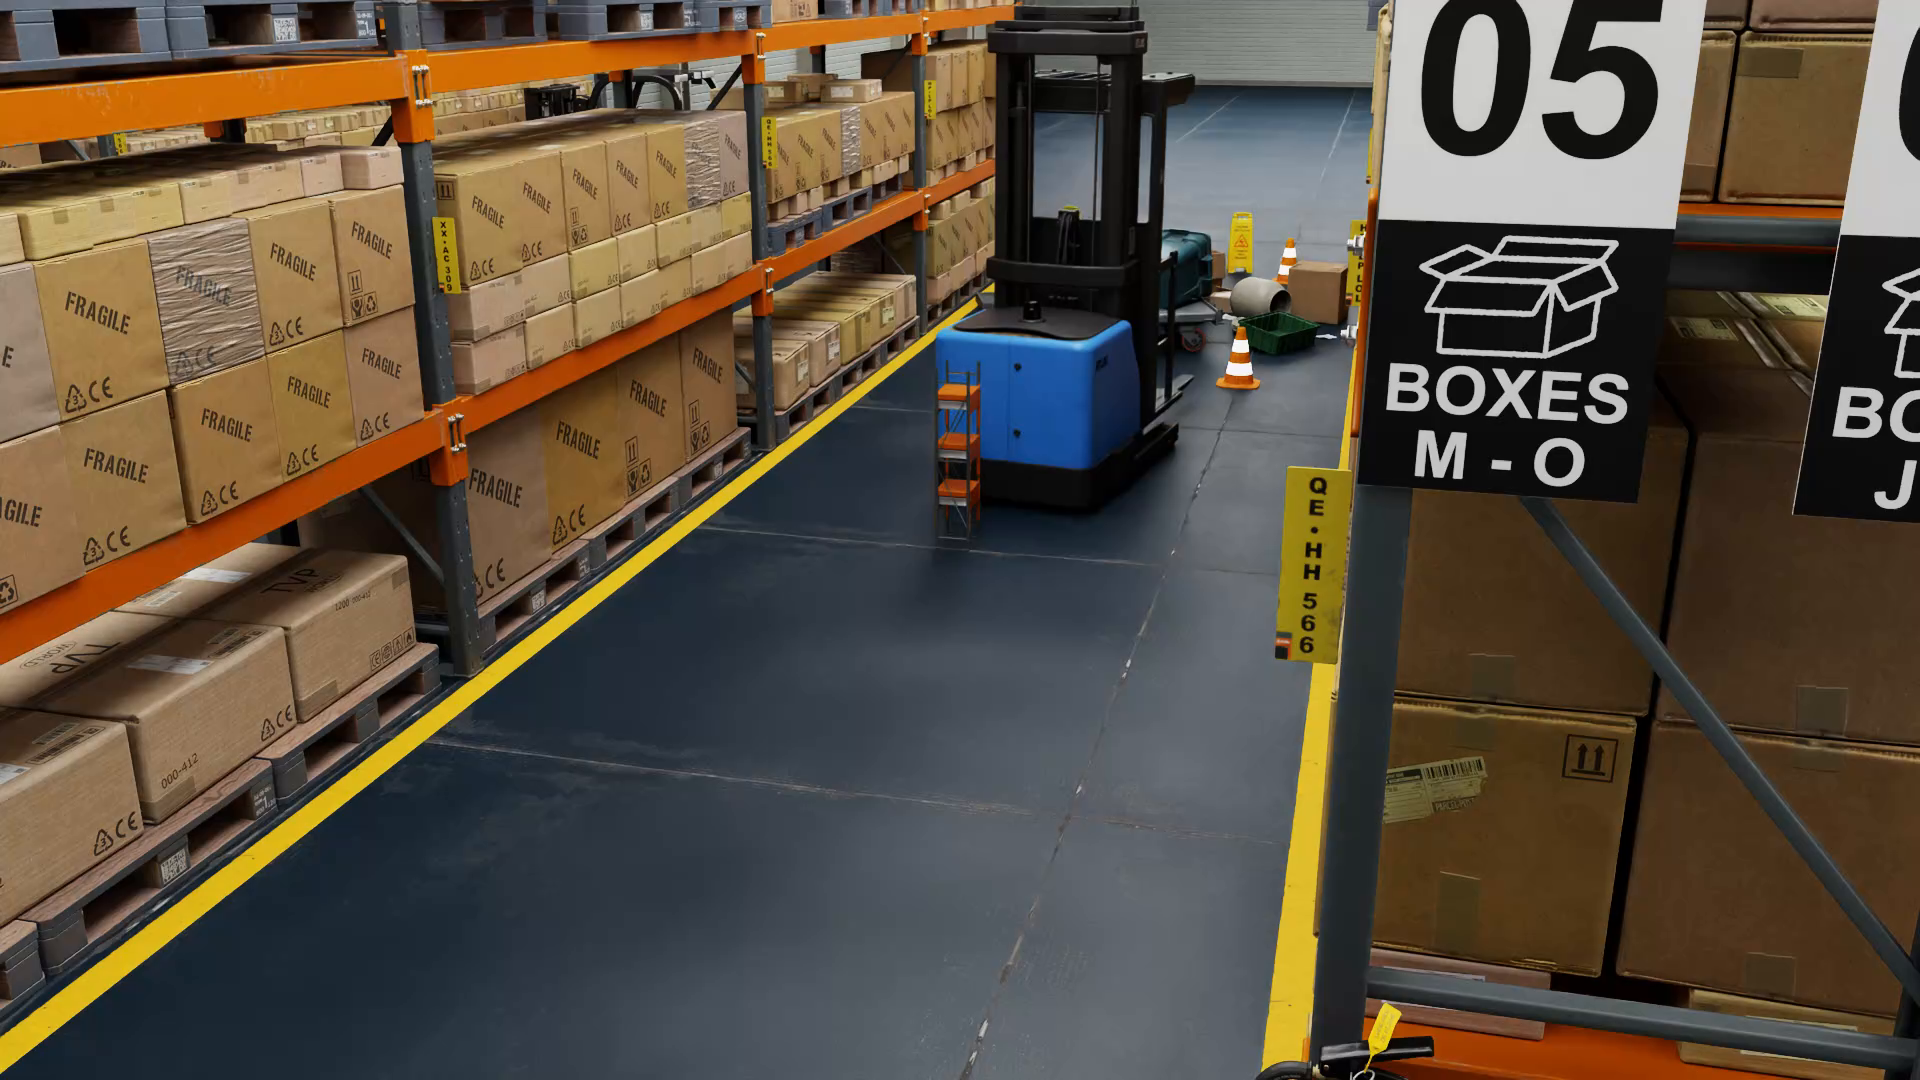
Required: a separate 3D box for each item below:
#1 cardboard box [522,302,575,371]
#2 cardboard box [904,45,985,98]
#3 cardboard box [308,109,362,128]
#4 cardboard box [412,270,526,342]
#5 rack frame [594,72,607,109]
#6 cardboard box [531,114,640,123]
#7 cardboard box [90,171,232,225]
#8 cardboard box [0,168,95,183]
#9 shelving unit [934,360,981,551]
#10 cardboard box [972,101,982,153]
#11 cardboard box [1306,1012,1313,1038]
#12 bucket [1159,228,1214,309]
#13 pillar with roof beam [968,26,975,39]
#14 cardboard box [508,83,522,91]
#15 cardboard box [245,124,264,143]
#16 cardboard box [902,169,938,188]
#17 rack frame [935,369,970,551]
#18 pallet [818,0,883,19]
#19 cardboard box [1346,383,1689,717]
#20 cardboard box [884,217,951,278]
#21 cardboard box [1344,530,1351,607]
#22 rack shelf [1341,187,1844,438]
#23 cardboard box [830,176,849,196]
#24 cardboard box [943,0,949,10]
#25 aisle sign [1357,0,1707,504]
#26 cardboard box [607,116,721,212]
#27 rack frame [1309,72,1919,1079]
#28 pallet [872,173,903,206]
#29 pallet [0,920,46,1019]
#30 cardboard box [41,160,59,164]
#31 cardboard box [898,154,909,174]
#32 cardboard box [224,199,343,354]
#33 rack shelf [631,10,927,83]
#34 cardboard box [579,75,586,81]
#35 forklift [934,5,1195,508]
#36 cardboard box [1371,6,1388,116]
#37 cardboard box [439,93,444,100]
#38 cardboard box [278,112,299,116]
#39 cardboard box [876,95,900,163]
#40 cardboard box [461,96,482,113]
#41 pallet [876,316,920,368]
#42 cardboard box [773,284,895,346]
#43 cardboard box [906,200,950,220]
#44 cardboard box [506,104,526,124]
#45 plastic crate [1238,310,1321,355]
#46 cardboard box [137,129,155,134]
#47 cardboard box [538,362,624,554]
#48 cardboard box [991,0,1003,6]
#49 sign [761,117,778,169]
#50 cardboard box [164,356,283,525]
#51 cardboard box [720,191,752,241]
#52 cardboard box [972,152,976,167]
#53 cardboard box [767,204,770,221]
[{"bbox_3d":[-2.265,-1.031,8.297,0.500,0.250,0.500,4,19,12],"label":"cardboard box"},{"bbox_3d":[-0.147,-4.596,16.341,0.700,0.500,0.500,5,19,13],"label":"cardboard box"},{"bbox_3d":[-5.638,-3.796,15.001,0.380,0.149,0.250,5,19,13],"label":"cardboard box"},{"bbox_3d":[-2.373,-1.104,7.737,0.500,0.250,0.500,4,19,12],"label":"cardboard box"},{"bbox_3d":[-4.636,-4.975,19.611,1.000,3.000,0.127,5,19,13],"label":"rack frame"},{"bbox_3d":[-2.246,-2.305,10.094,0.500,0.500,0.500,5,19,14],"label":"cardboard box"},{"bbox_3d":[-2.831,-1.215,5.898,0.380,0.149,0.250,5,19,13],"label":"cardboard box"},{"bbox_3d":[-3.364,-1.252,6.008,0.380,0.149,0.250,4,19,12],"label":"cardboard box"},{"bbox_3d":[-0.013,-0.480,9.469,0.215,1.050,0.252,5,19,13],"label":"shelving unit"},{"bbox_3d":[-0.082,-4.109,16.463,0.500,0.500,0.500,5,19,14],"label":"cardboard box"},{"bbox_3d":[1.034,1.308,4.058,0.380,0.149,0.250,4,19,12],"label":"cardboard box"},{"bbox_3d":[1.823,-2.366,14.686,0.726,0.611,0.620,12,32,32],"label":"bucket"},{"bbox_3d":[4.358,-14.849,39.239,9.100,9.000,0.400,5,19,13],"label":"pillar with roof beam"},{"bbox_3d":[-4.888,-4.859,17.655,0.380,0.149,0.250,5,19,14],"label":"cardboard box"},{"bbox_3d":[-5.922,-3.303,13.560,0.380,0.149,0.250,5,20,15],"label":"cardboard box"},{"bbox_3d":[-0.411,-3.284,15.052,0.380,0.149,0.250,5,19,13],"label":"cardboard box"},{"bbox_3d":[-0.043,-0.442,9.357,0.200,1.050,0.008,5,19,13],"label":"rack frame"},{"bbox_3d":[-1.304,-4.150,12.847,1.213,0.211,1.003,5,19,13],"label":"pallet"},{"bbox_3d":[0.964,-0.034,2.984,0.500,0.500,0.500,4,19,12],"label":"cardboard box"},{"bbox_3d":[-0.393,-2.746,15.530,0.500,0.500,0.500,6,20,16],"label":"cardboard box"},{"bbox_3d":[1.085,0.280,3.612,0.500,0.500,0.500,4,19,12],"label":"cardboard box"},{"bbox_3d":[1.582,-0.915,4.199,1.077,0.370,4.000,5,19,13],"label":"rack shelf"},{"bbox_3d":[-1.075,-2.746,12.825,0.380,0.149,0.250,5,20,15],"label":"cardboard box"},{"bbox_3d":[-0.314,-4.948,15.282,0.380,0.149,0.250,5,20,15],"label":"cardboard box"},{"bbox_3d":[0.785,-0.441,2.315,0.394,0.787,0.004,5,19,13],"label":"aisle sign"},{"bbox_3d":[-1.767,-2.253,9.940,0.500,0.500,0.500,5,19,14],"label":"cardboard box"},{"bbox_3d":[1.094,0.790,2.733,1.000,3.000,0.127,5,19,13],"label":"rack frame"},{"bbox_3d":[-1.127,-3.011,14.159,1.003,0.211,1.213,5,19,13],"label":"pallet"},{"bbox_3d":[-3.612,1.494,4.987,1.003,0.211,1.213,5,19,13],"label":"pallet"},{"bbox_3d":[-6.750,-2.795,12.689,0.500,0.250,0.500,5,20,15],"label":"cardboard box"},{"bbox_3d":[-0.657,-3.227,14.233,0.380,0.149,0.250,5,19,14],"label":"cardboard box"},{"bbox_3d":[-2.733,-1.015,6.317,0.500,0.500,0.500,4,19,13],"label":"cardboard box"},{"bbox_3d":[-1.288,-3.782,12.592,1.077,0.370,4.000,5,19,13],"label":"rack shelf"},{"bbox_3d":[-4.519,-5.341,19.064,0.380,0.149,0.250,5,19,14],"label":"cardboard box"},{"bbox_3d":[0.877,-2.019,11.064,1.130,2.935,3.031,8,20,22],"label":"forklift"},{"bbox_3d":[1.311,-1.205,4.165,0.500,0.250,0.500,6,20,16],"label":"cardboard box"},{"bbox_3d":[-5.289,-4.383,16.260,0.380,0.149,0.250,5,19,14],"label":"cardboard box"},{"bbox_3d":[-6.128,-3.742,14.844,0.380,0.149,0.250,4,19,13],"label":"cardboard box"},{"bbox_3d":[-0.810,-3.398,13.732,0.500,0.500,0.500,5,19,14],"label":"cardboard box"},{"bbox_3d":[-5.050,-4.391,16.744,0.380,0.149,0.250,5,20,15],"label":"cardboard box"},{"bbox_3d":[-0.988,-1.766,14.532,1.003,0.211,1.213,5,19,13],"label":"pallet"},{"bbox_3d":[-1.097,-1.895,14.010,0.950,0.372,0.625,6,20,17],"label":"cardboard box"},{"bbox_3d":[-0.305,-3.087,15.526,0.380,0.149,0.250,5,19,14],"label":"cardboard box"},{"bbox_3d":[-4.875,-4.366,17.674,0.500,0.500,0.500,5,19,14],"label":"cardboard box"},{"bbox_3d":[2.798,-1.825,14.652,0.450,0.188,0.662,29,33,36],"label":"plastic crate"},{"bbox_3d":[-6.637,-3.189,13.225,0.380,0.149,0.250,4,19,12],"label":"cardboard box"},{"bbox_3d":[-2.467,-0.500,9.149,0.875,0.875,0.875,5,20,15],"label":"cardboard box"},{"bbox_3d":[0.235,-5.589,17.158,0.380,0.149,0.250,5,20,15],"label":"cardboard box"},{"bbox_3d":[-1.238,-2.581,10.813,0.100,0.325,0.005,5,19,13],"label":"sign"},{"bbox_3d":[-2.848,-0.384,6.016,0.500,0.500,0.500,4,19,13],"label":"cardboard box"},{"bbox_3d":[-1.649,-2.070,10.566,0.500,0.250,0.500,5,19,13],"label":"cardboard box"},{"bbox_3d":[-0.055,-3.766,16.461,0.380,0.149,0.250,5,19,13],"label":"cardboard box"},{"bbox_3d":[-1.517,-2.243,11.353,0.380,0.149,0.250,4,19,10],"label":"cardboard box"}]
